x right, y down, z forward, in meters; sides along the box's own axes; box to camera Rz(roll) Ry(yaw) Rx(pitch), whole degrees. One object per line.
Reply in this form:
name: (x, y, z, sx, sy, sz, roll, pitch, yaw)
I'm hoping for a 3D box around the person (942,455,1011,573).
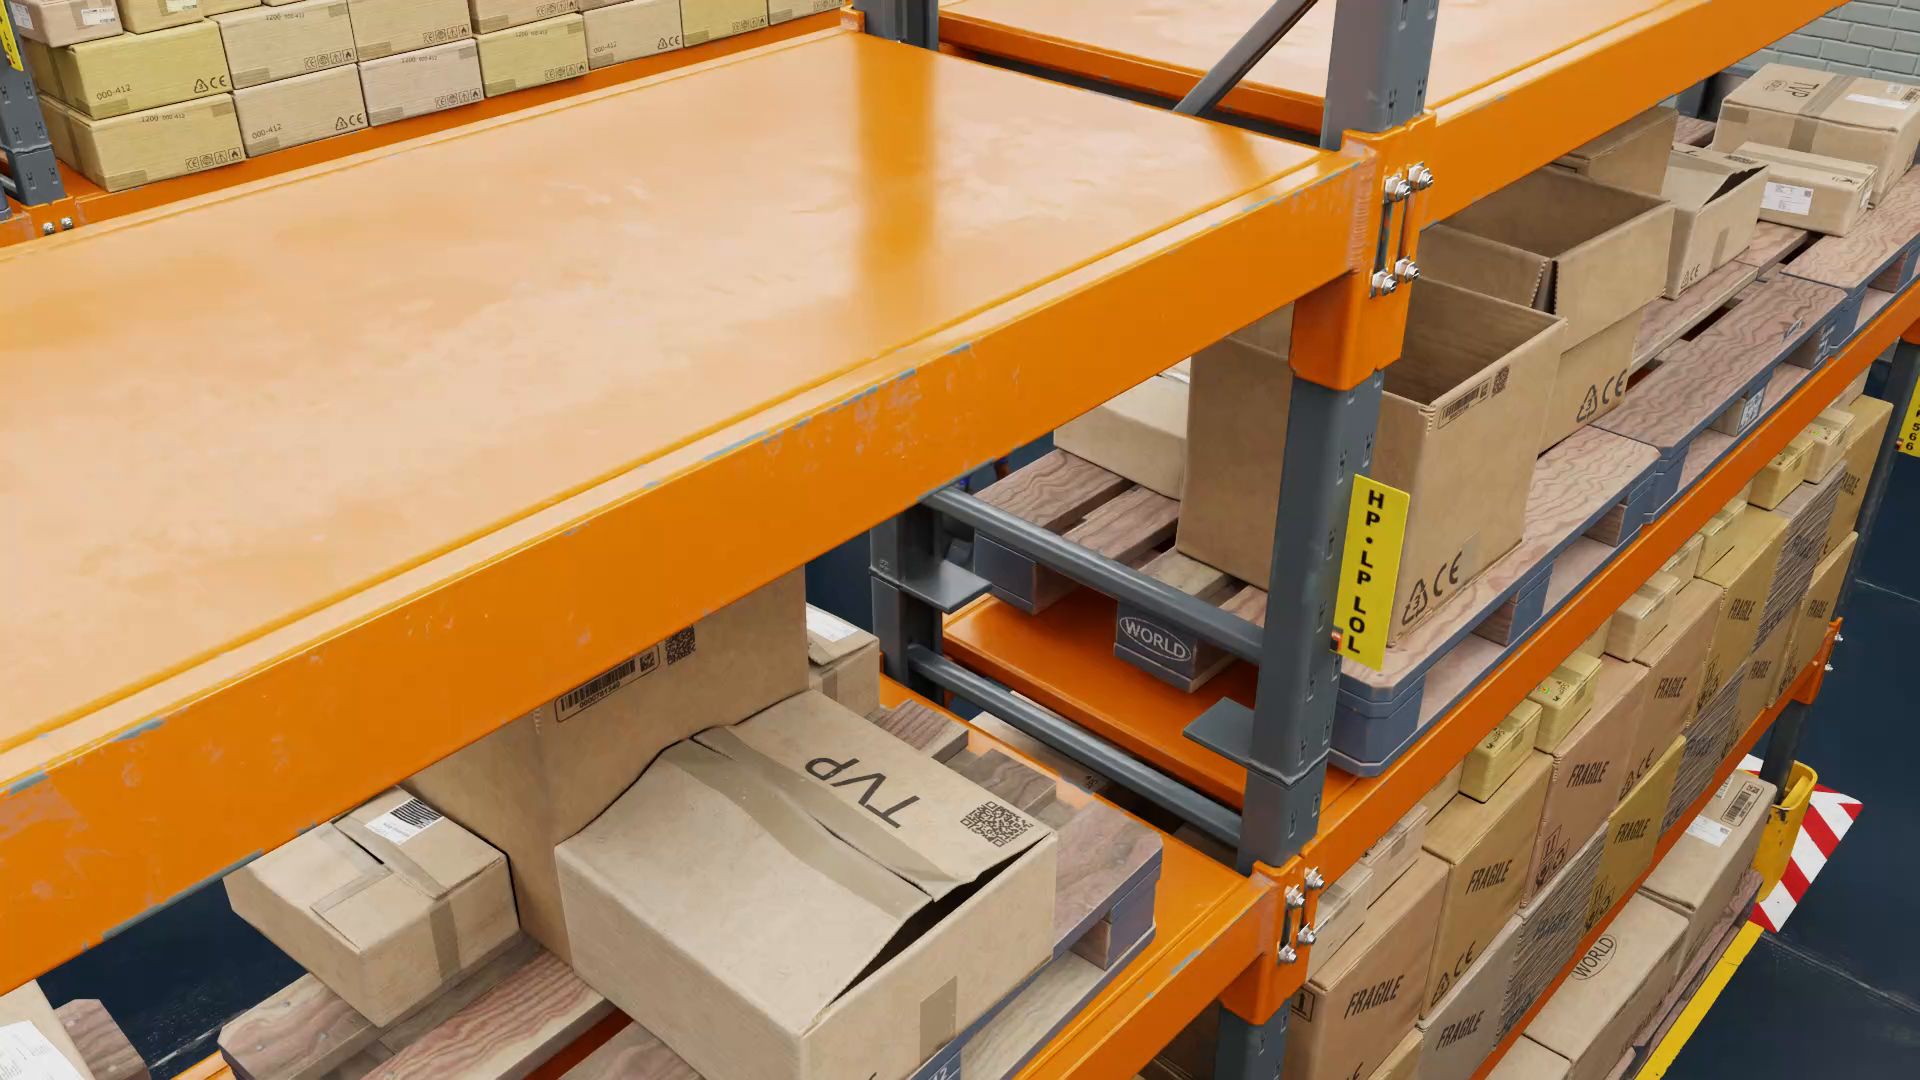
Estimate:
person: (-0.017, -0.253, 8.424, 0.497, 1.277, 0.684, 25, 40, 35)
